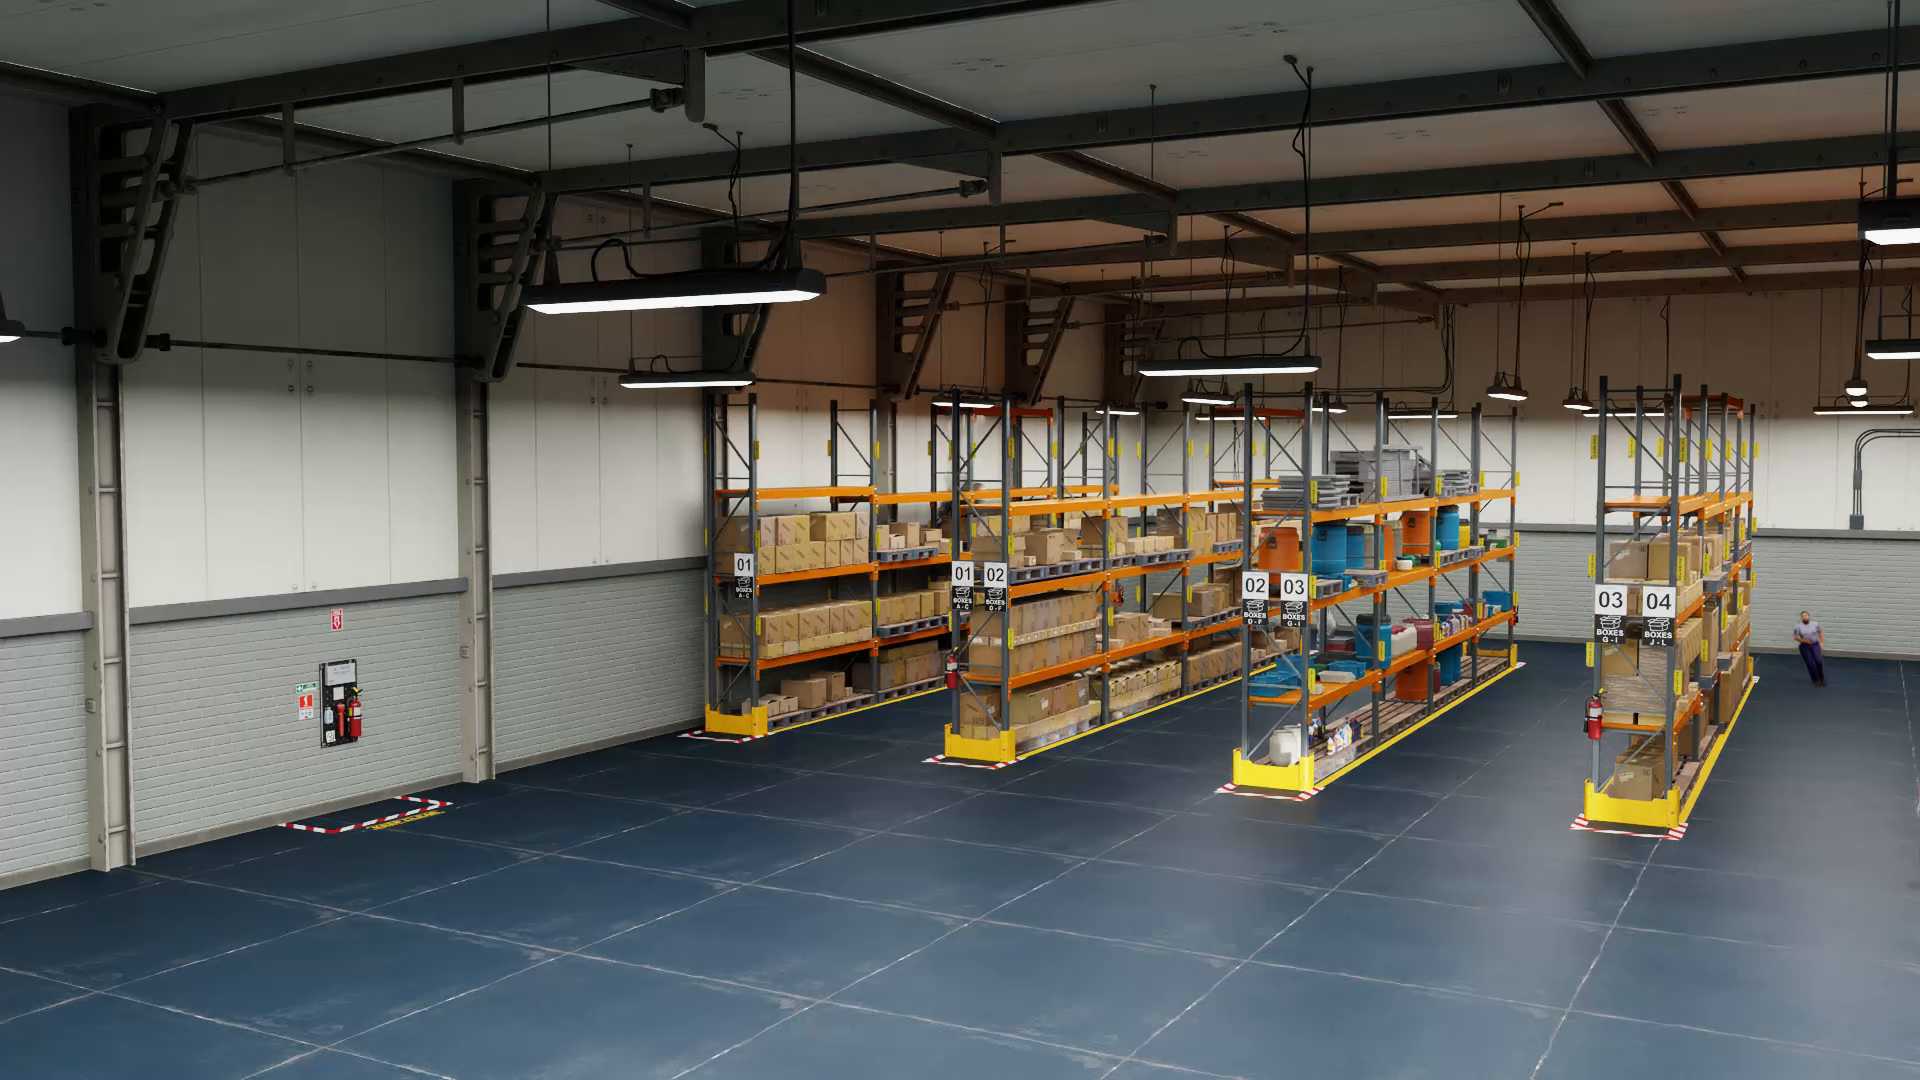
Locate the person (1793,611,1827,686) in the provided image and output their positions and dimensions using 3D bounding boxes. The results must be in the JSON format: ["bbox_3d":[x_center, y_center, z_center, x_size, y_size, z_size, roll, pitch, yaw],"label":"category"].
[{"bbox_3d":[18.009,2.297,35.217,0.659,1.573,0.595,1,3,19],"label":"person"}]

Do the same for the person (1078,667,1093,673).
[{"bbox_3d":[2.603,2.256,34.761,0.686,1.777,0.949,2,3,27],"label":"person"}]

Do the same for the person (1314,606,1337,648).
[{"bbox_3d":[9.038,1.884,41.384,0.641,1.724,0.669,-1,3,-24],"label":"person"}]
